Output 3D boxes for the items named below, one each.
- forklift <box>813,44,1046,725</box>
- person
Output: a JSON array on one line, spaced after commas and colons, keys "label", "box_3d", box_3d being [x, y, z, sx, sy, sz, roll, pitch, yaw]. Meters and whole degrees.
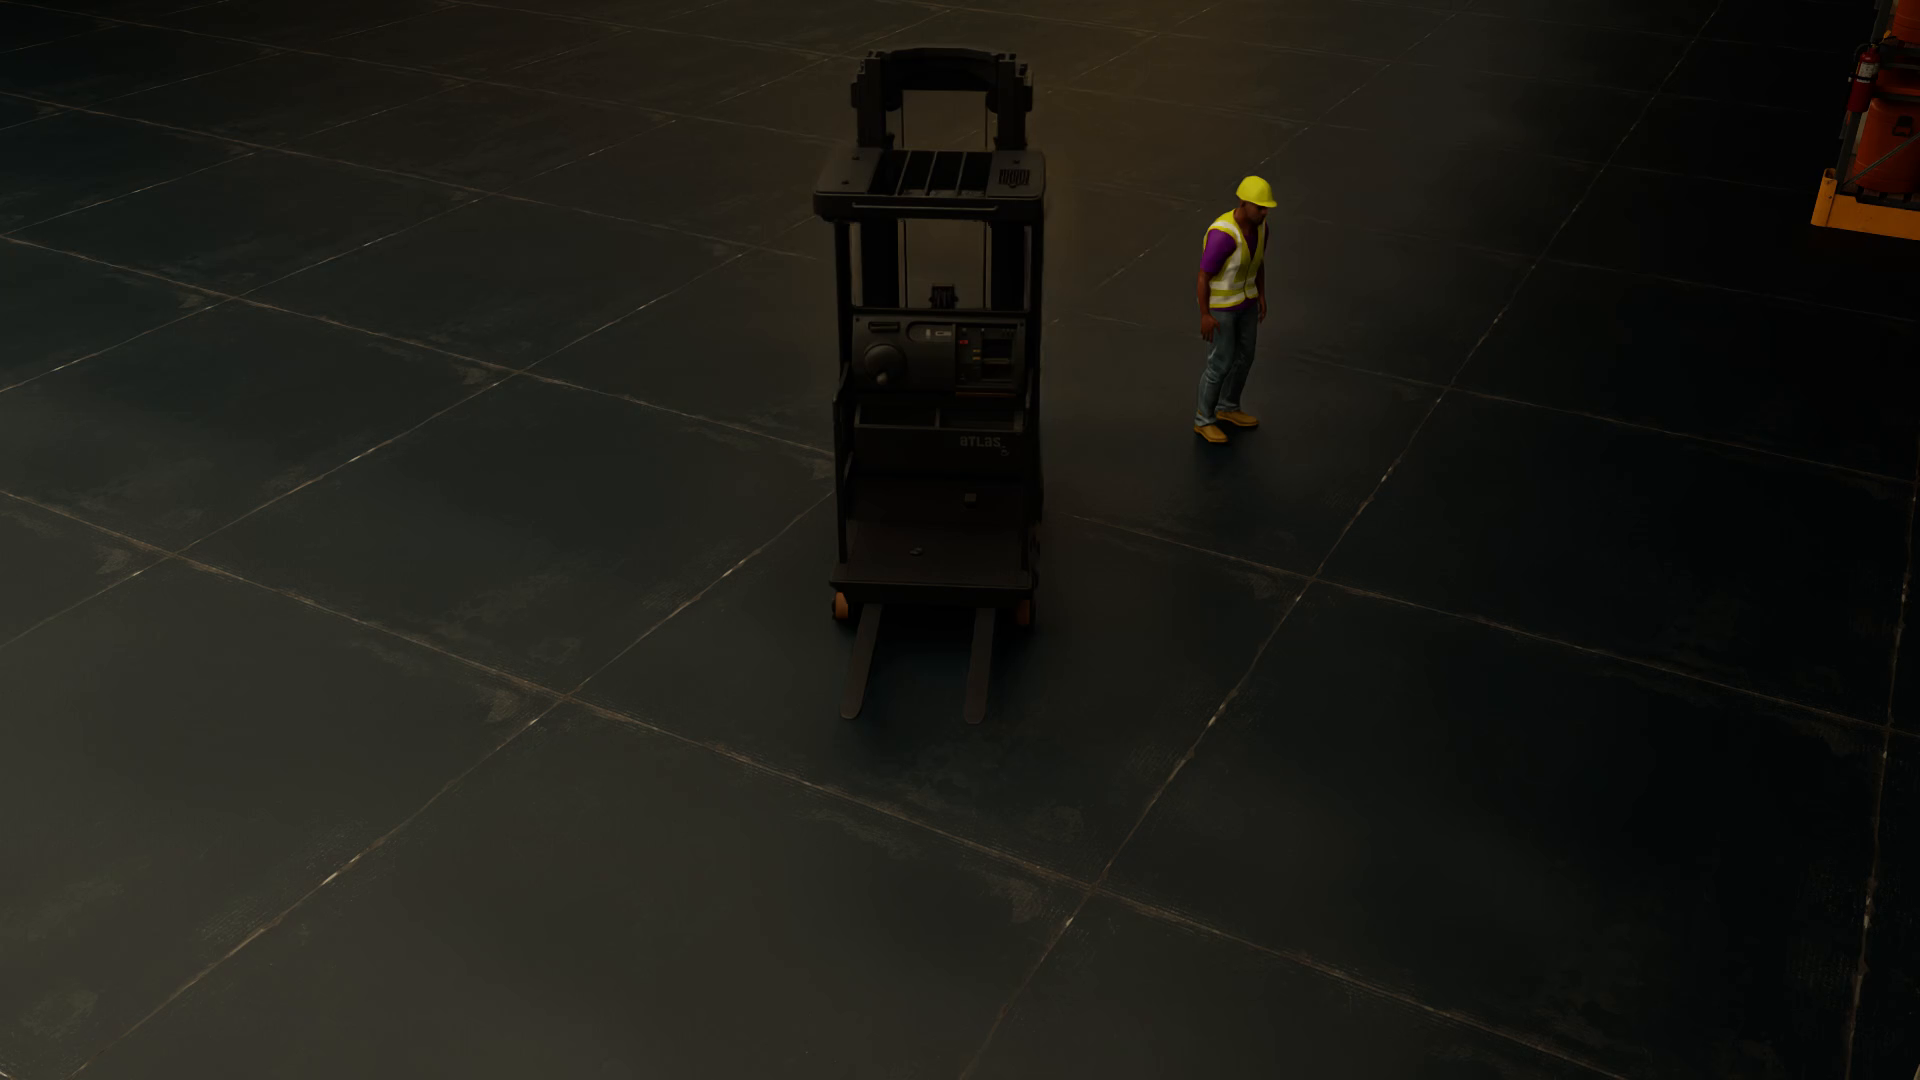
[{"label": "forklift", "box_3d": [-0.126, -0.956, 8.727, 1.130, 2.935, 3.031, 2, 30, 4]}, {"label": "person", "box_3d": [1.798, -1.530, 10.901, 0.643, 1.756, 0.458, -25, 38, -36]}]
